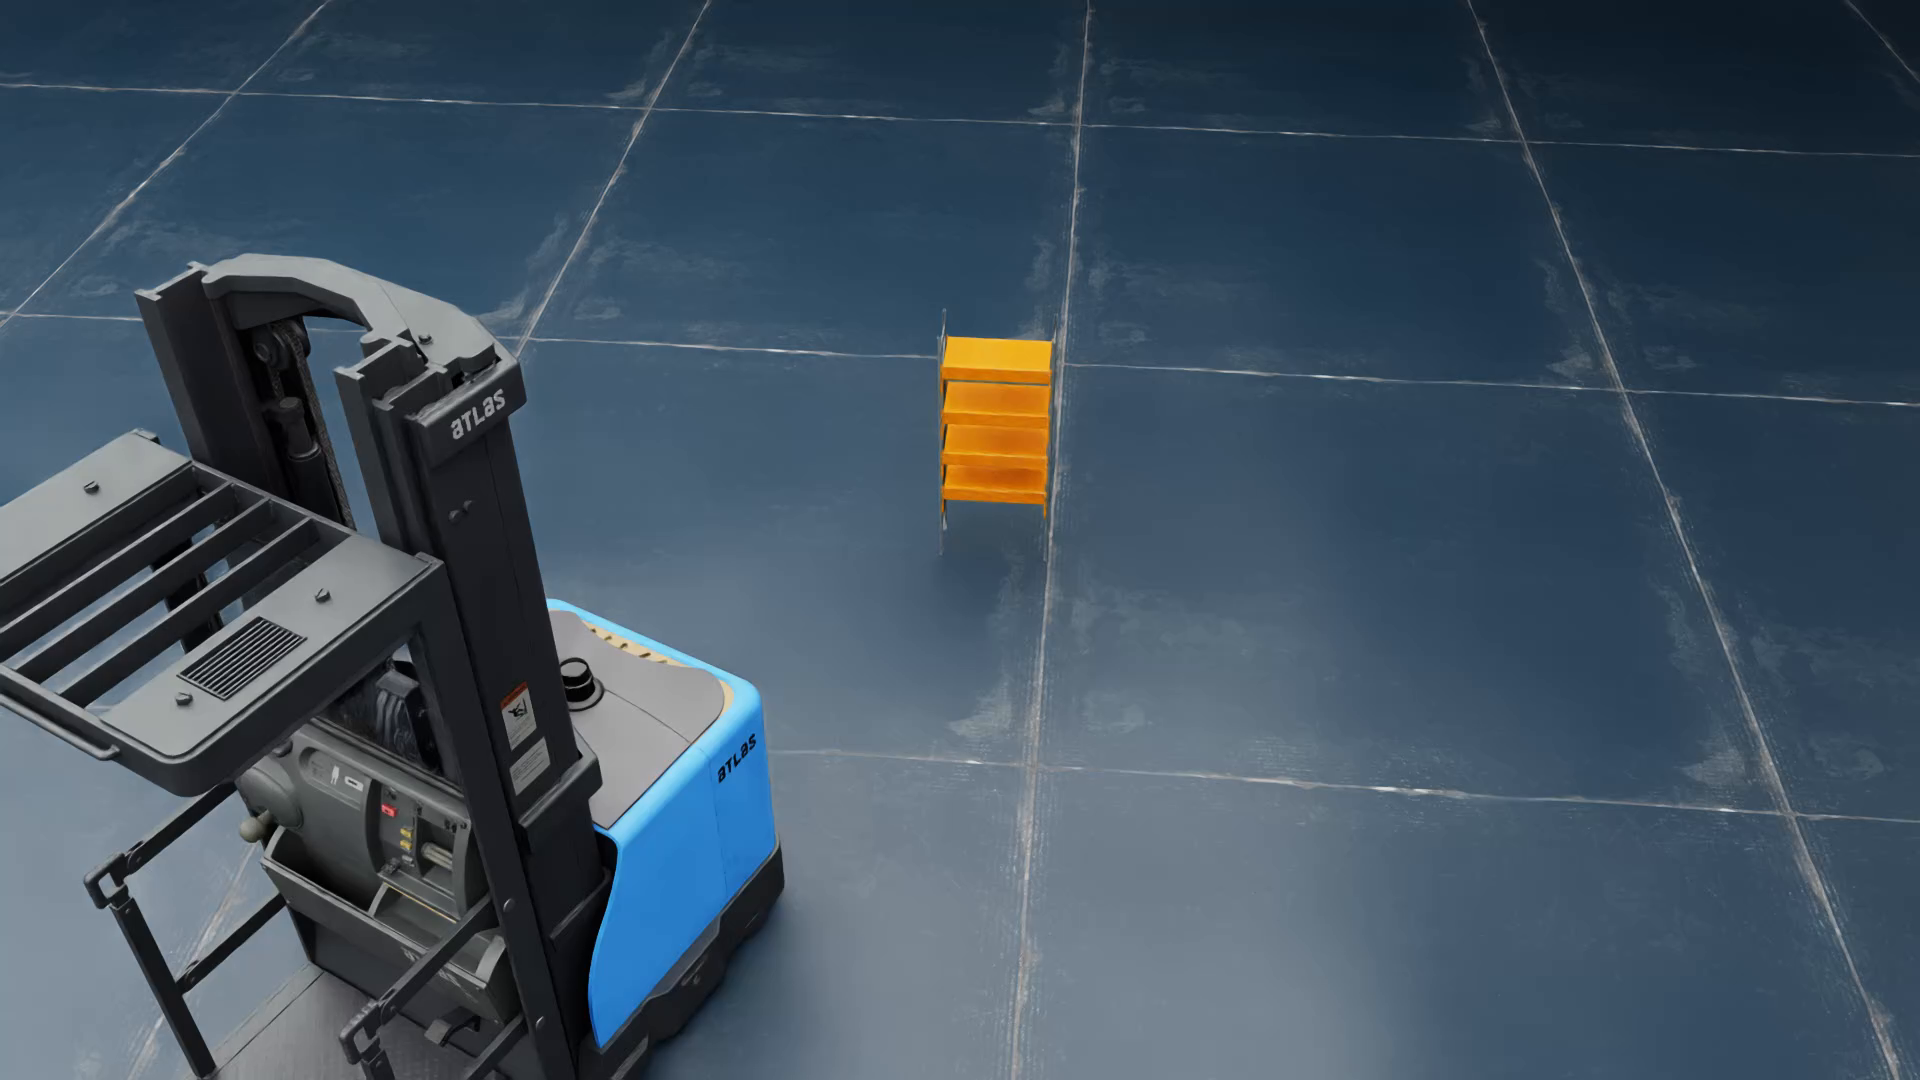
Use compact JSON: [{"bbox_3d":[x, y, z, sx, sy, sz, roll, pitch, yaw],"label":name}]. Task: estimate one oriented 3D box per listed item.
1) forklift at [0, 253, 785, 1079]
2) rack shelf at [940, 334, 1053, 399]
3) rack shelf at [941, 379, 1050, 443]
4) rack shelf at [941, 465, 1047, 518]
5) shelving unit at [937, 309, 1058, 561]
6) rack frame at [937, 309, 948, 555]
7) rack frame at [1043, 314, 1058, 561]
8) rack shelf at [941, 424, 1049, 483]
[{"bbox_3d":[-1.837,0.840,4.566,1.130,2.935,3.031,20,43,23],"label":"forklift"},{"bbox_3d":[0.165,-0.761,7.283,0.480,0.148,0.258,3,39,4],"label":"rack shelf"},{"bbox_3d":[0.165,-0.578,7.432,0.480,0.148,0.258,3,39,4],"label":"rack shelf"},{"bbox_3d":[0.165,-0.250,7.698,0.480,0.148,0.258,3,39,4],"label":"rack shelf"},{"bbox_3d":[0.165,-0.456,7.531,0.503,1.200,0.258,3,39,4],"label":"shelving unit"},{"bbox_3d":[-0.078,-0.470,7.547,0.015,1.200,0.240,3,39,4],"label":"rack frame"},{"bbox_3d":[0.408,-0.443,7.514,0.015,1.200,0.240,3,39,4],"label":"rack frame"},{"bbox_3d":[0.165,-0.404,7.573,0.480,0.148,0.258,3,39,4],"label":"rack shelf"}]
